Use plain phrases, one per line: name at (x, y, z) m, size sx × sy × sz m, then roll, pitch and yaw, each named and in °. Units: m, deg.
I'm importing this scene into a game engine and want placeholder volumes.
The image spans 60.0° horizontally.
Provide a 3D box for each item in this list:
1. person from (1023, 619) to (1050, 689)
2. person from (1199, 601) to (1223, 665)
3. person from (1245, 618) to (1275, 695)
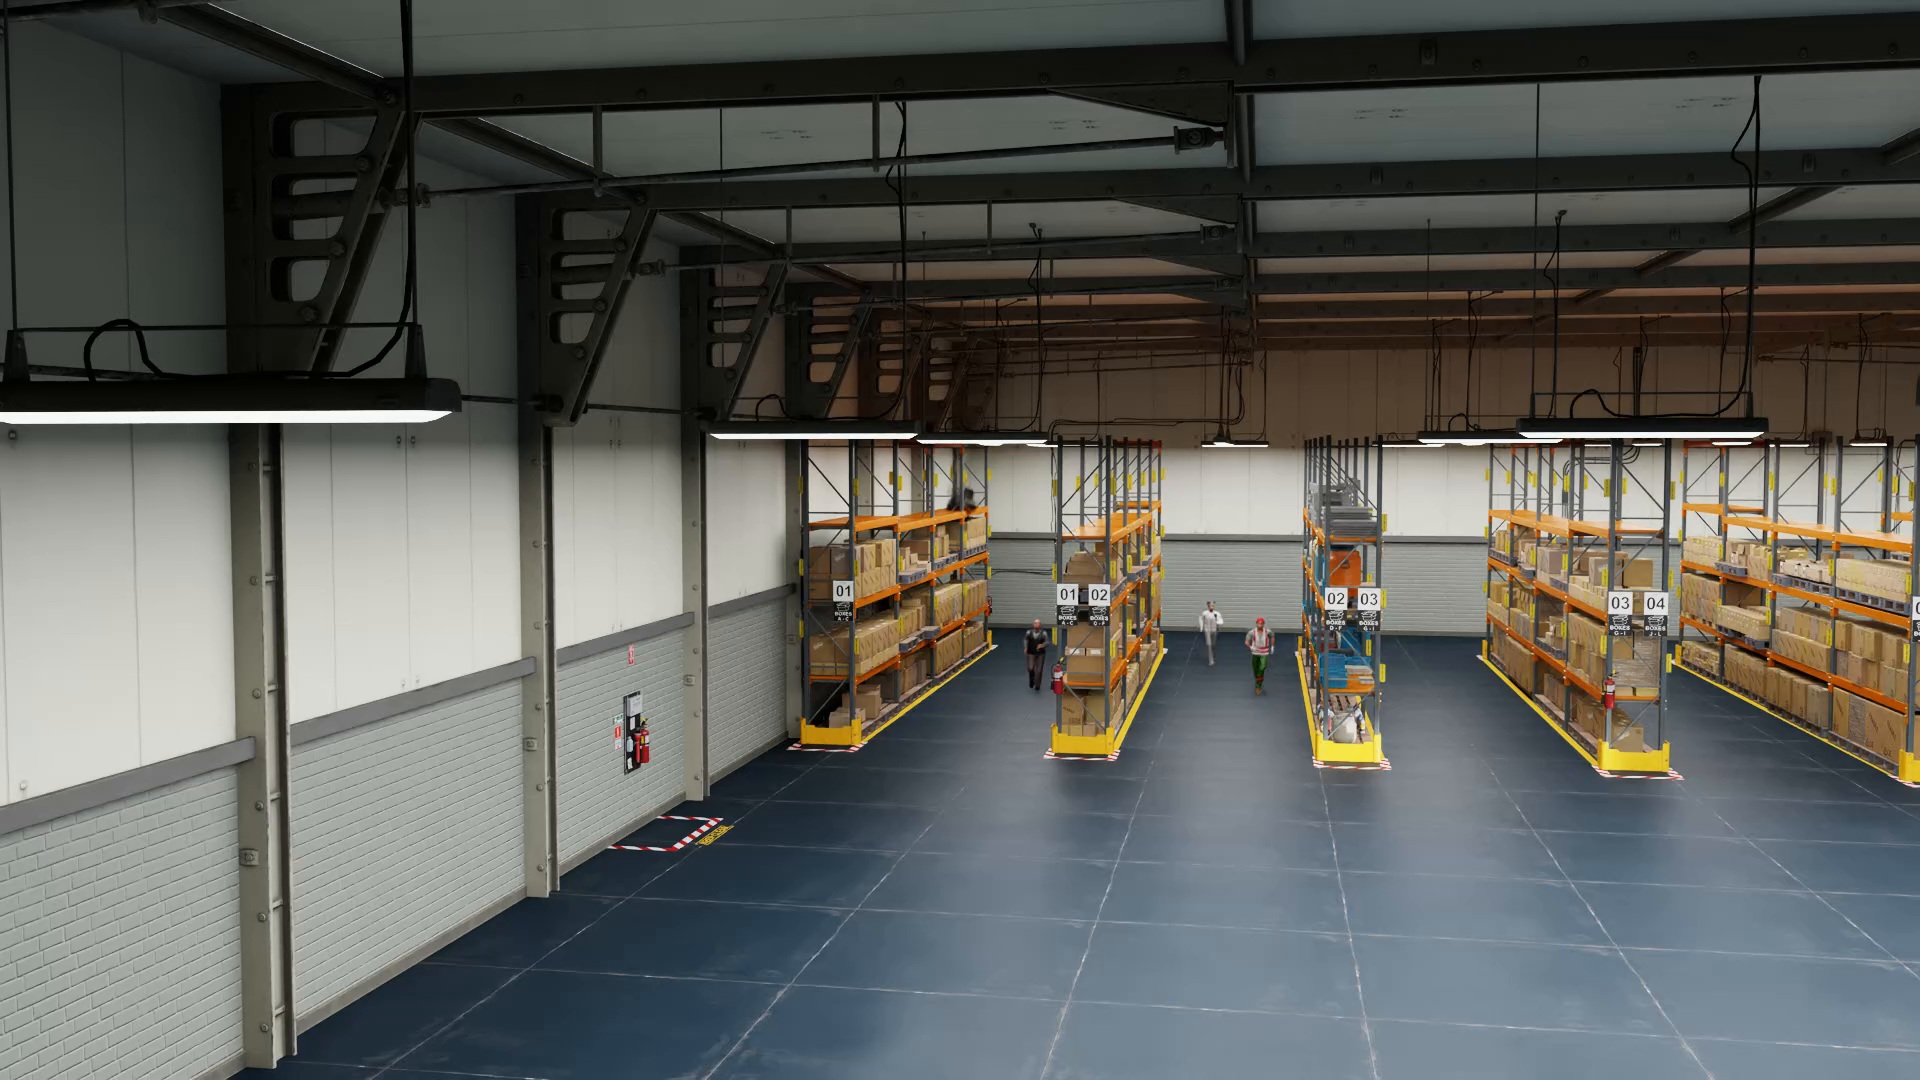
person at (1.804, 2.731, 39.547) m, size 0.647 × 1.674 × 0.617 m, roll 0°, pitch 3°, yaw 8°
person at (6.702, 2.451, 44.372) m, size 0.608 × 1.684 × 0.942 m, roll 0°, pitch 3°, yaw 1°
person at (7.075, 2.708, 39.257) m, size 0.685 × 1.773 × 1.042 m, roll 1°, pitch 3°, yaw 10°
